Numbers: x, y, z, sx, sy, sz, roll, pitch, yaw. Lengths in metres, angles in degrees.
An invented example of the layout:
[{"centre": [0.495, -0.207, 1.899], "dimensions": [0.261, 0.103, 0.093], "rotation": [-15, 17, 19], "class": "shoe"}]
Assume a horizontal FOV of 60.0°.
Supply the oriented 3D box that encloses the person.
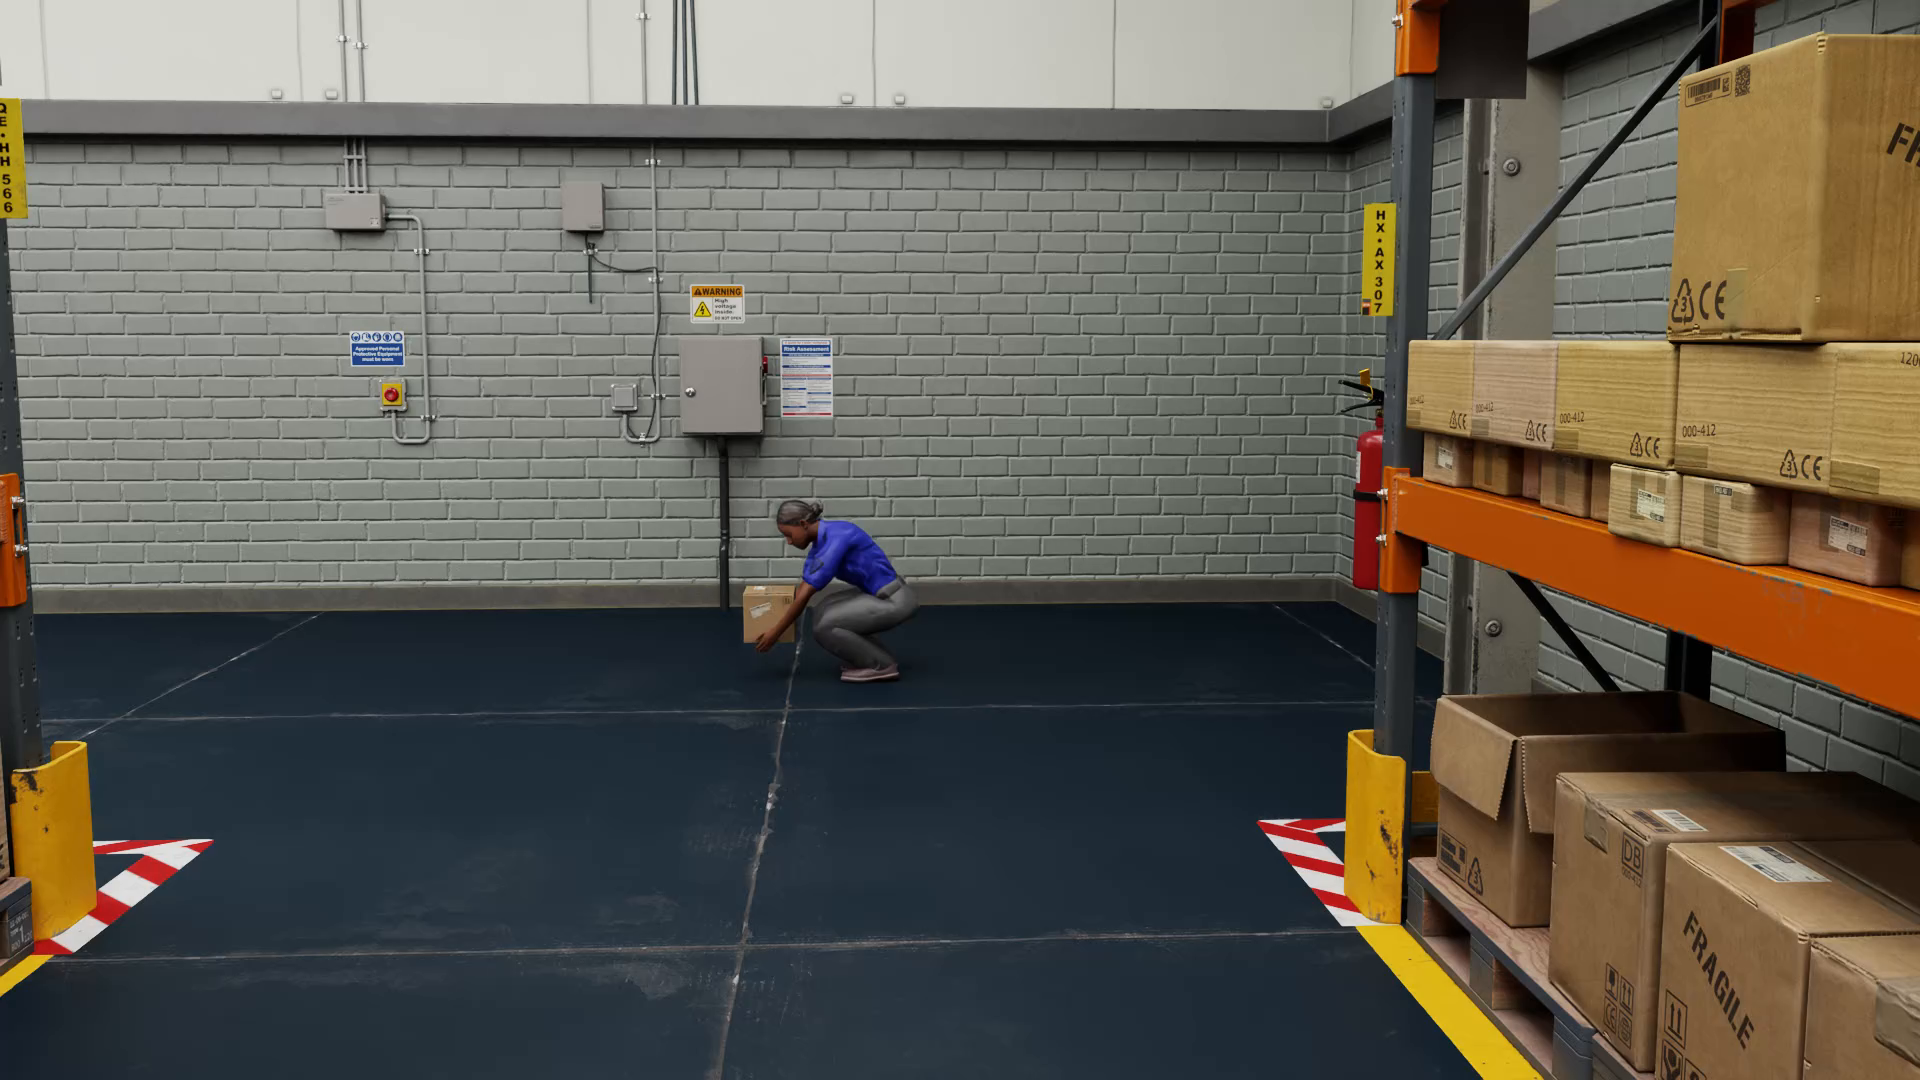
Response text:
[{"centre": [-0.617, 0.246, 8.364], "dimensions": [0.827, 0.919, 0.503], "rotation": [0, 7, -4], "class": "person"}]
